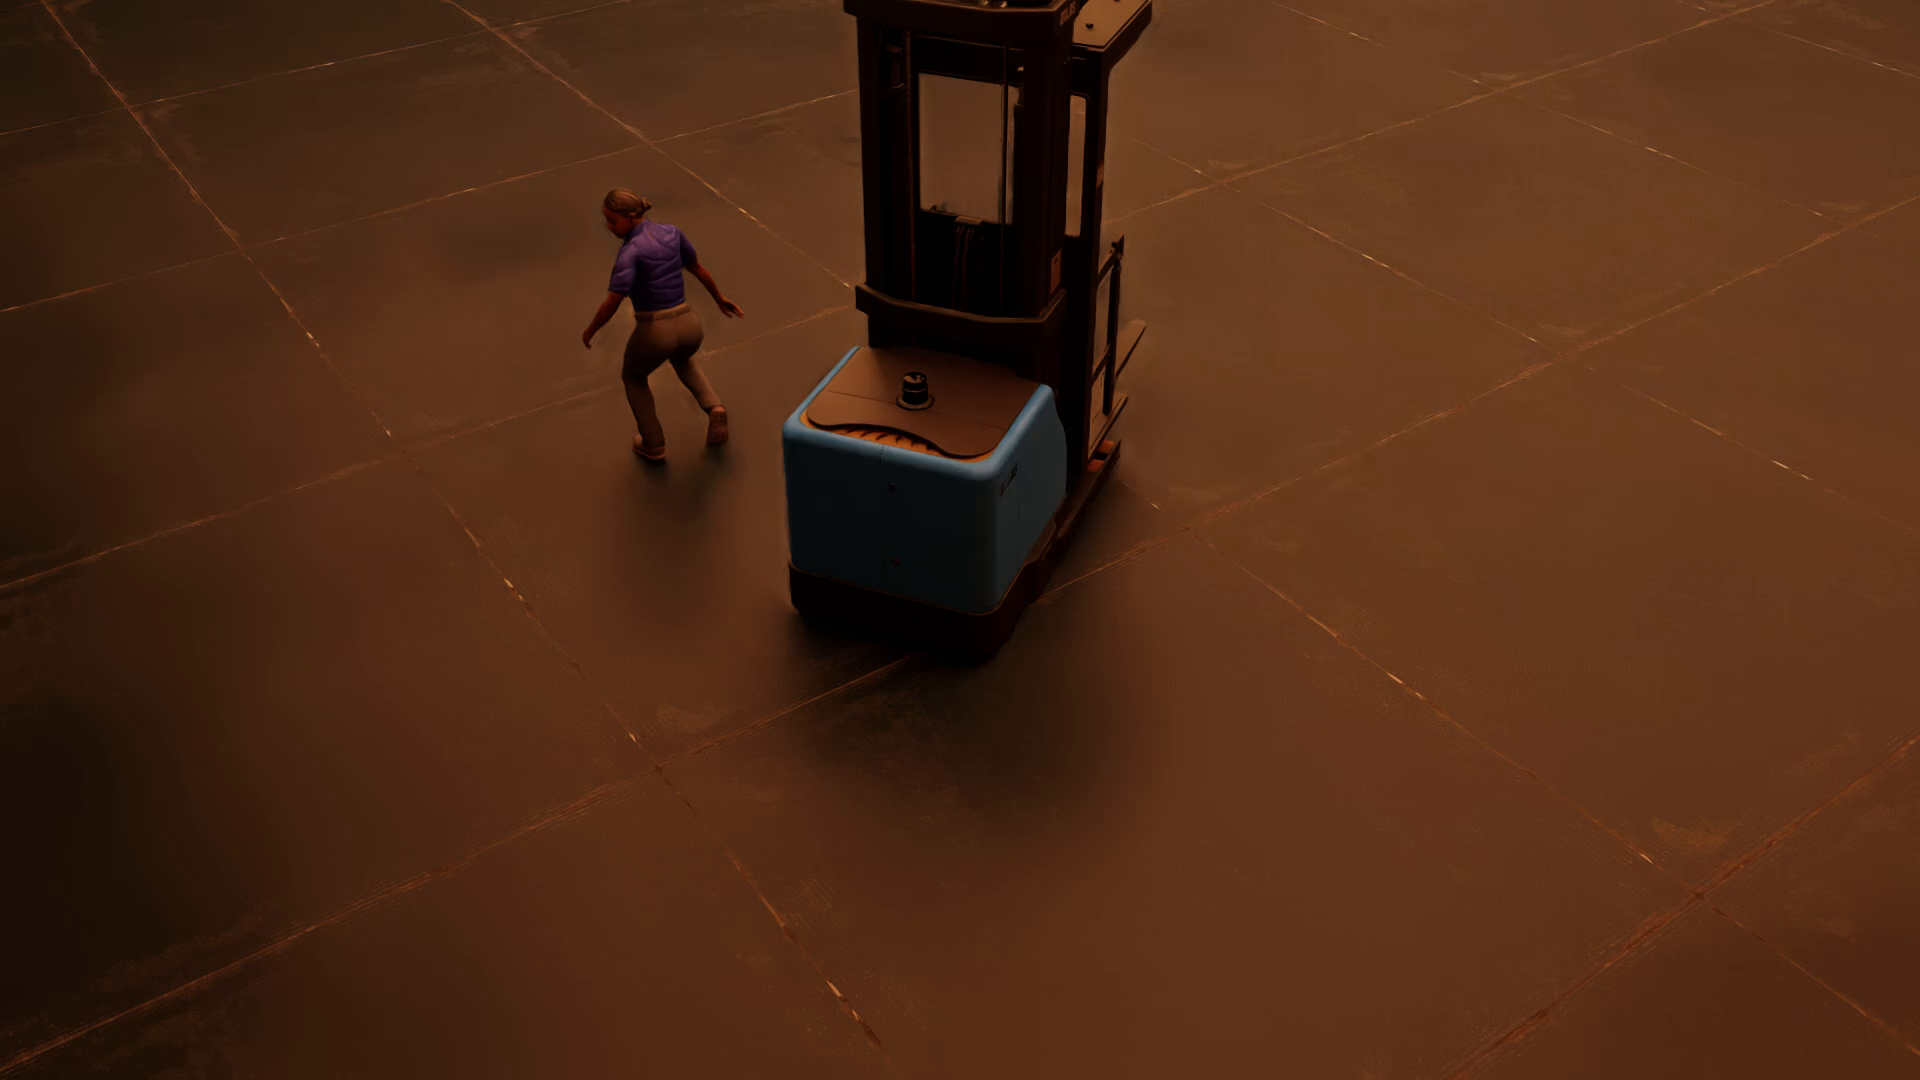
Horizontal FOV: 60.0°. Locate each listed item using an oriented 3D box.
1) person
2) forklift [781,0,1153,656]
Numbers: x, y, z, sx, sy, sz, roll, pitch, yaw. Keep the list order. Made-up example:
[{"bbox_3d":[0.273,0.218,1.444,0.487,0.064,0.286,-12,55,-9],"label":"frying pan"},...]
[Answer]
[{"bbox_3d":[-1.529,-1.134,8.748,0.876,1.496,0.506,-31,46,-35],"label":"person"},{"bbox_3d":[0.215,-1.524,8.005,1.130,2.935,3.031,13,39,17],"label":"forklift"}]
